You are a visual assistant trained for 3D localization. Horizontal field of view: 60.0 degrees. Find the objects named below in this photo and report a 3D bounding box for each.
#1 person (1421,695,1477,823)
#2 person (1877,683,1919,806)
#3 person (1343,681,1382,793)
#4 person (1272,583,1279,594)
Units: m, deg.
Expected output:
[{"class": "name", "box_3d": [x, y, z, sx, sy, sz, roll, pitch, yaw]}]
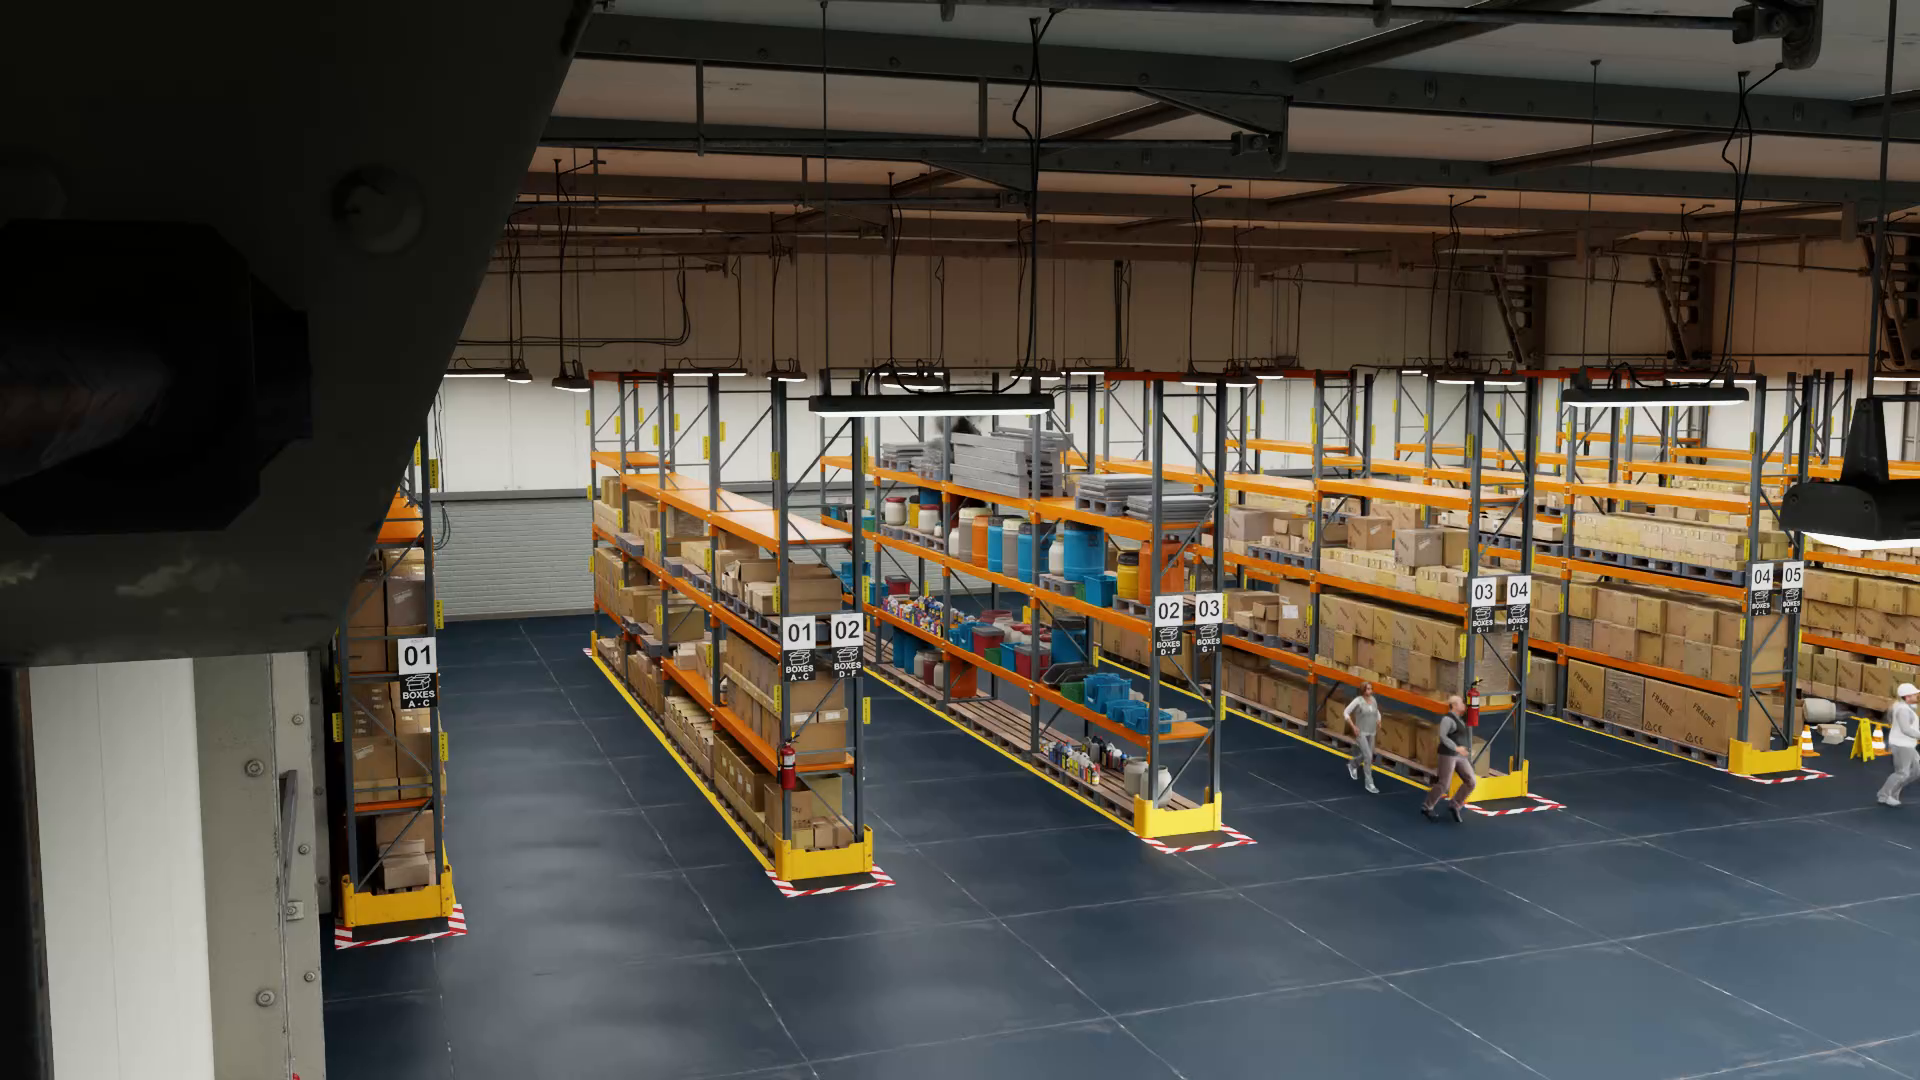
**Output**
[{"class": "person", "box_3d": [6.731, 2.977, 22.675, 0.669, 1.720, 0.712, 6, 9, 43]}, {"class": "person", "box_3d": [13.253, 2.873, 23.280, 0.652, 1.767, 0.676, 4, 7, 29]}, {"class": "person", "box_3d": [5.871, 2.842, 24.255, 0.553, 1.580, 0.767, -3, 7, -26]}, {"class": "person", "box_3d": [7.904, 0.913, 41.166, 0.647, 1.694, 0.723, 6, 8, 41]}]
